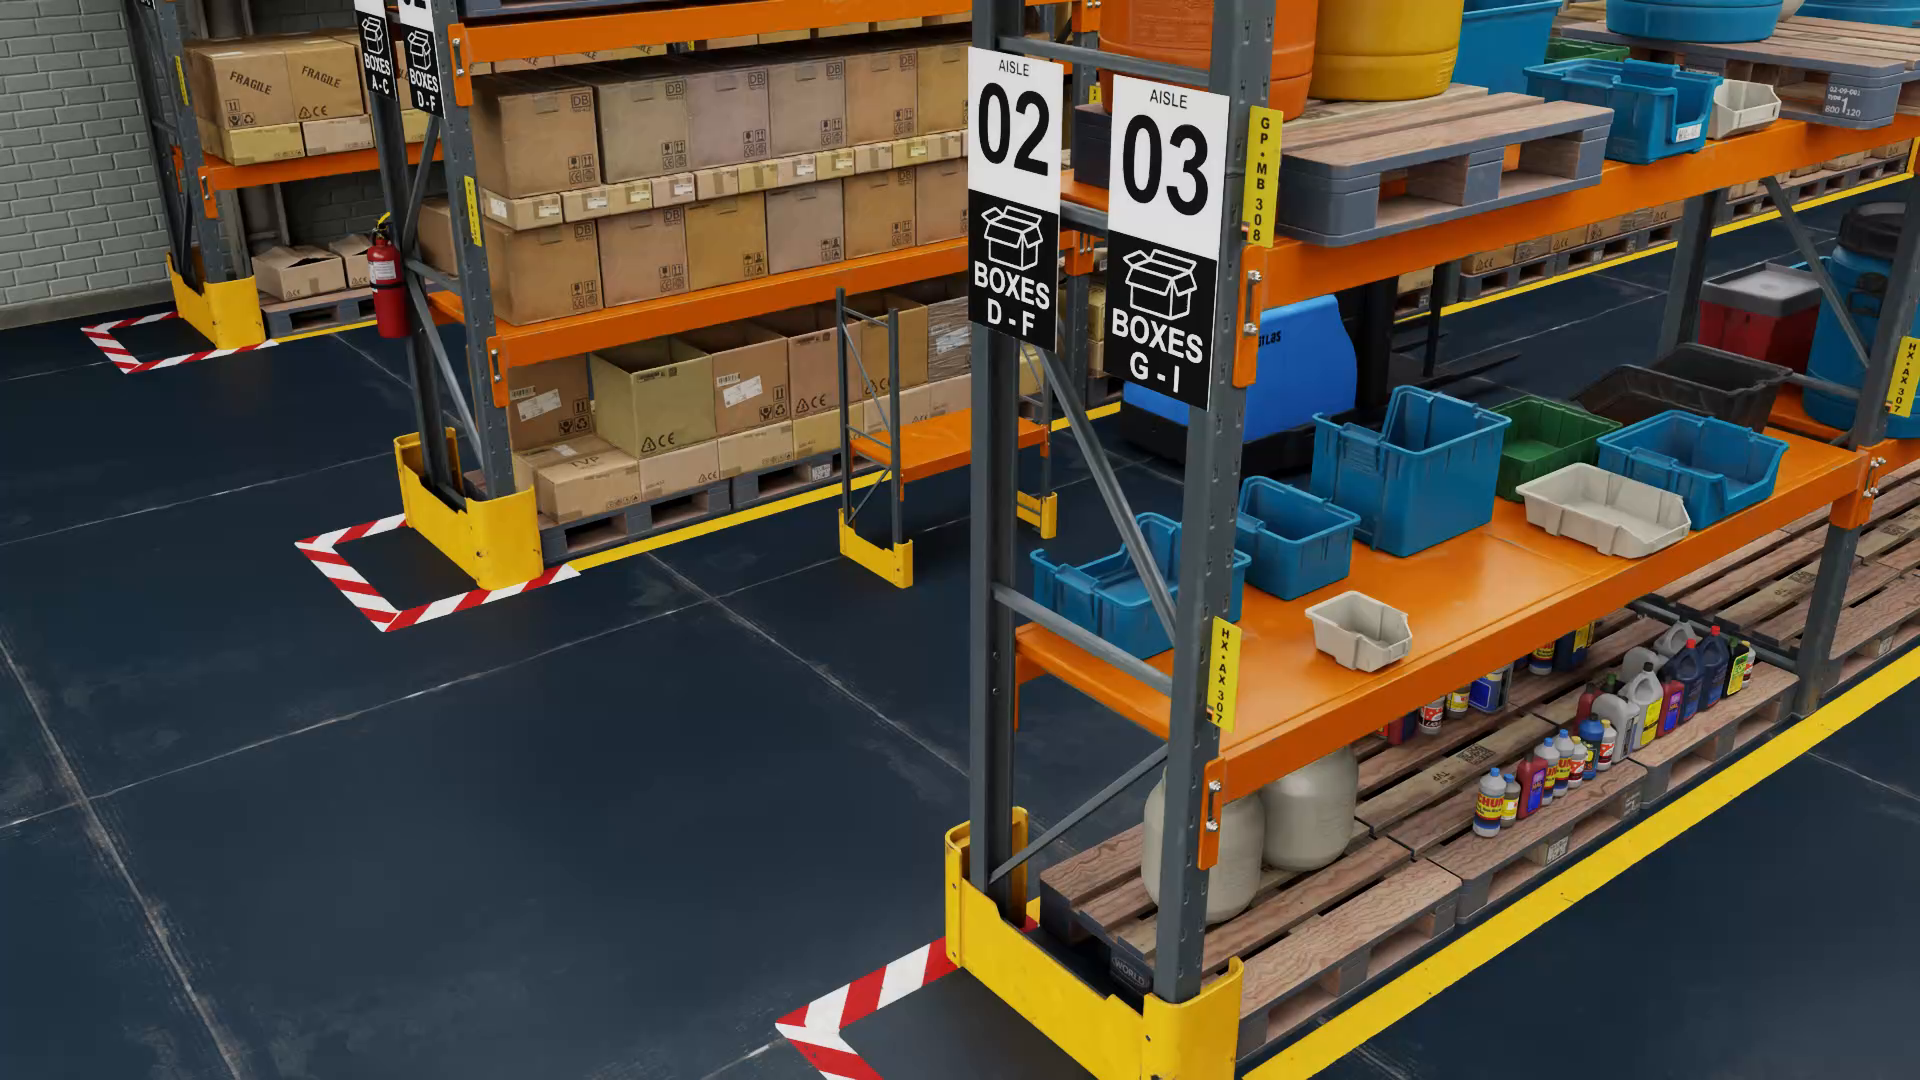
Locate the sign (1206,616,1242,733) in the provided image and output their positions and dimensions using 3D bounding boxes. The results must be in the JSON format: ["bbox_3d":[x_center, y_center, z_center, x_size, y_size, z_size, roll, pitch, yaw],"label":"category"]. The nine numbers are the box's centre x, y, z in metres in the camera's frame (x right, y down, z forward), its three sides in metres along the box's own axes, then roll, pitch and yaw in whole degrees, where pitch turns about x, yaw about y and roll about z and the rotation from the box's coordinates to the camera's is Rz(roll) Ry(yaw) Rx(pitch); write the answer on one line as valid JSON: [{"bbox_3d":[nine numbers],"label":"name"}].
[{"bbox_3d":[0.723,0.370,4.560,0.005,0.325,0.100,-18,31,-34],"label":"sign"}]

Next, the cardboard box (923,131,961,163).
[{"bbox_3d":[-0.207,-2.365,9.894,0.250,0.149,0.380,-18,31,-34],"label":"cardboard box"}]

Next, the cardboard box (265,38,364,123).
[{"bbox_3d":[-4.770,-3.400,12.277,0.500,0.500,0.500,-18,30,-34],"label":"cardboard box"}]

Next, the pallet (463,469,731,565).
[{"bbox_3d":[-2.091,-0.277,9.596,1.213,0.211,1.003,-18,31,-34],"label":"pallet"}]

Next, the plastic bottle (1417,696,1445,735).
[{"bbox_3d":[1.977,0.704,6.971,0.097,0.201,0.097,0,25,0],"label":"plastic bottle"}]

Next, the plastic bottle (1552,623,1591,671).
[{"bbox_3d":[2.732,0.395,7.459,0.185,0.351,0.144,-18,31,-34],"label":"plastic bottle"}]

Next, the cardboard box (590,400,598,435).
[{"bbox_3d":[-2.041,-0.644,9.841,0.500,0.250,0.500,-18,31,-34],"label":"cardboard box"}]

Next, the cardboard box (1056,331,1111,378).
[{"bbox_3d":[0.951,-1.334,11.329,0.500,0.250,0.500,-19,31,-35],"label":"cardboard box"}]

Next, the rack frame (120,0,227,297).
[{"bbox_3d":[-5.727,-2.969,12.085,0.127,3.000,1.000,-18,31,-34],"label":"rack frame"}]

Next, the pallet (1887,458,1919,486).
[{"bbox_3d":[6.048,-0.312,9.672,1.213,0.211,1.003,-18,31,-34],"label":"pallet"}]

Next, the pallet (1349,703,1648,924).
[{"bbox_3d":[2.019,1.018,6.807,1.213,0.211,1.003,-18,31,-34],"label":"pallet"}]

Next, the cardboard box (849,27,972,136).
[{"bbox_3d":[-0.261,-2.753,9.959,0.500,0.500,0.700,-18,31,-34],"label":"cardboard box"}]

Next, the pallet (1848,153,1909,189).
[{"bbox_3d":[9.237,-3.993,17.604,1.213,0.211,1.003,-18,31,-34],"label":"pallet"}]

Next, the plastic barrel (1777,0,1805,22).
[{"bbox_3d":[3.074,-2.282,6.408,0.421,0.512,0.421,0,25,0],"label":"plastic barrel"}]

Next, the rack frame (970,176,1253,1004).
[{"bbox_3d":[0.387,0.313,5.013,0.127,3.000,1.000,-18,31,-34],"label":"rack frame"}]

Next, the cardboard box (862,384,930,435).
[{"bbox_3d":[-0.533,-0.857,10.302,0.500,0.250,0.500,-18,31,-34],"label":"cardboard box"}]

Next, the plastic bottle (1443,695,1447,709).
[{"bbox_3d":[2.014,0.555,7.114,0.185,0.351,0.144,-17,30,-32],"label":"plastic bottle"}]

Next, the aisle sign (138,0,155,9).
[{"bbox_3d":[-5.598,-4.031,11.283,0.004,0.787,0.394,-18,31,-34],"label":"aisle sign"}]

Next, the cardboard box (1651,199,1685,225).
[{"bbox_3d":[6.170,-3.163,14.950,0.500,0.500,0.500,-18,30,-34],"label":"cardboard box"}]

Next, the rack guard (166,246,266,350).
[{"bbox_3d":[-5.667,-1.855,12.654,0.348,0.500,1.175,-18,31,-34],"label":"rack guard"}]

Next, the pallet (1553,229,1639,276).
[{"bbox_3d":[5.199,-2.639,14.686,1.213,0.211,1.003,-18,31,-34],"label":"pallet"}]

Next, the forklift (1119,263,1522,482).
[{"bbox_3d":[2.486,-2.147,10.395,3.031,2.935,1.130,-18,30,-33],"label":"forklift"}]

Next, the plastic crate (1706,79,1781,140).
[{"bbox_3d":[2.521,-1.417,5.489,0.396,0.136,0.243,-18,31,-34],"label":"plastic crate"}]

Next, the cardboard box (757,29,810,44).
[{"bbox_3d":[-1.713,-4.517,14.778,0.500,0.500,0.700,-15,29,-29],"label":"cardboard box"}]

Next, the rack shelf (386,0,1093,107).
[{"bbox_3d":[-1.093,-2.883,9.191,4.000,0.370,1.077,-18,31,-34],"label":"rack shelf"}]

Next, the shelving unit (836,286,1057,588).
[{"bbox_3d":[-0.060,-0.661,8.892,1.083,1.500,0.587,-18,31,-34],"label":"shelving unit"}]

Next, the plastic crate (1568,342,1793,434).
[{"bbox_3d":[3.044,-0.605,7.063,0.504,0.338,0.767,-18,31,-34],"label":"plastic crate"}]

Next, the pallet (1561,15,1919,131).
[{"bbox_3d":[3.027,-1.782,6.187,1.003,0.211,1.213,-18,31,-34],"label":"pallet"}]

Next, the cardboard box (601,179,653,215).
[{"bbox_3d":[-1.822,-1.833,8.748,0.250,0.149,0.380,-18,30,-34],"label":"cardboard box"}]

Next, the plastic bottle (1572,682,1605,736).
[{"bbox_3d":[2.604,0.708,6.865,0.133,0.283,0.061,-18,31,-34],"label":"plastic bottle"}]

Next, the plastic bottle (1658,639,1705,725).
[{"bbox_3d":[3.054,0.588,7.044,0.185,0.351,0.144,-20,32,-37],"label":"plastic bottle"}]

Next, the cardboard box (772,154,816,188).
[{"bbox_3d":[-1.015,-2.099,9.319,0.250,0.149,0.380,-18,30,-34],"label":"cardboard box"}]

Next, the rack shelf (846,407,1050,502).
[{"bbox_3d":[-0.067,-0.495,8.962,1.000,0.185,0.538,-18,31,-34],"label":"rack shelf"}]

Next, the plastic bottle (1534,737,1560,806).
[{"bbox_3d":[2.275,0.894,6.479,0.097,0.271,0.097,0,25,0],"label":"plastic bottle"}]

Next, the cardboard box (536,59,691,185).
[{"bbox_3d":[-1.840,-2.232,8.837,0.500,0.500,0.700,-19,31,-35],"label":"cardboard box"}]

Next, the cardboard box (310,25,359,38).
[{"bbox_3d":[-4.680,-3.707,12.937,0.500,0.500,0.500,-19,31,-35],"label":"cardboard box"}]

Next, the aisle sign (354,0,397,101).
[{"bbox_3d":[-2.900,-2.589,8.177,0.004,0.787,0.394,-18,31,-34],"label":"aisle sign"}]

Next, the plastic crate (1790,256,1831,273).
[{"bbox_3d":[4.210,-1.109,8.095,0.575,0.384,0.392,-18,31,-34],"label":"plastic crate"}]

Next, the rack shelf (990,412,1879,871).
[{"bbox_3d":[1.960,0.119,6.284,4.000,0.370,1.077,-18,31,-34],"label":"rack shelf"}]

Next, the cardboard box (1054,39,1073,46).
[{"bbox_3d":[0.971,-4.951,16.630,0.250,0.149,0.380,-19,31,-35],"label":"cardboard box"}]

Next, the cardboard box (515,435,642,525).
[{"bbox_3d":[-2.108,-0.338,9.183,0.500,0.250,0.500,-18,31,-34],"label":"cardboard box"}]

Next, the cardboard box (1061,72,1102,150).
[{"bbox_3d":[1.228,-4.410,17.245,0.750,0.750,0.750,-19,31,-35],"label":"cardboard box"}]

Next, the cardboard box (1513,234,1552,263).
[{"bbox_3d":[4.571,-2.635,13.810,0.500,0.500,0.500,-20,31,-36],"label":"cardboard box"}]

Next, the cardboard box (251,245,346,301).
[{"bbox_3d":[-5.127,-2.099,12.881,0.500,0.311,0.500,-23,33,-40],"label":"cardboard box"}]

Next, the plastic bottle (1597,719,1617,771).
[{"bbox_3d":[2.594,0.820,6.721,0.097,0.201,0.097,0,25,0],"label":"plastic bottle"}]

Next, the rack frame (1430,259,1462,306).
[{"bbox_3d":[3.628,-3.407,13.029,0.127,3.000,1.000,-18,31,-34],"label":"rack frame"}]

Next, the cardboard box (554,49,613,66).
[{"bbox_3d":[-3.149,-3.933,13.425,0.500,0.500,0.500,-18,31,-34],"label":"cardboard box"}]

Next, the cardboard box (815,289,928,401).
[{"bbox_3d":[-0.541,-1.202,10.153,0.500,0.500,0.500,-18,31,-34],"label":"cardboard box"}]

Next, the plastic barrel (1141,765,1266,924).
[{"bbox_3d":[0.857,1.054,5.872,0.421,0.512,0.421,0,25,0],"label":"plastic barrel"}]

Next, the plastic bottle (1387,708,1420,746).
[{"bbox_3d":[1.843,0.702,6.879,0.133,0.283,0.061,-18,31,-34],"label":"plastic bottle"}]

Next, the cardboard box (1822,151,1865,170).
[{"bbox_3d":[8.882,-3.978,17.002,0.500,0.250,0.500,-18,31,-34],"label":"cardboard box"}]

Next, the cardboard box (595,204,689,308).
[{"bbox_3d":[-1.881,-1.630,9.080,0.500,0.500,0.700,-17,30,-33],"label":"cardboard box"}]

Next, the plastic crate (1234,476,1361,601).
[{"bbox_3d":[1.110,-0.016,5.898,0.408,0.251,0.499,-18,31,-34],"label":"plastic crate"}]

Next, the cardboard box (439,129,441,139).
[{"bbox_3d":[-3.943,-3.333,13.022,0.500,0.250,0.500,-18,30,-34],"label":"cardboard box"}]

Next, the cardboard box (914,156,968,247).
[{"bbox_3d":[-0.276,-2.157,10.216,0.500,0.500,0.700,-19,31,-35],"label":"cardboard box"}]
